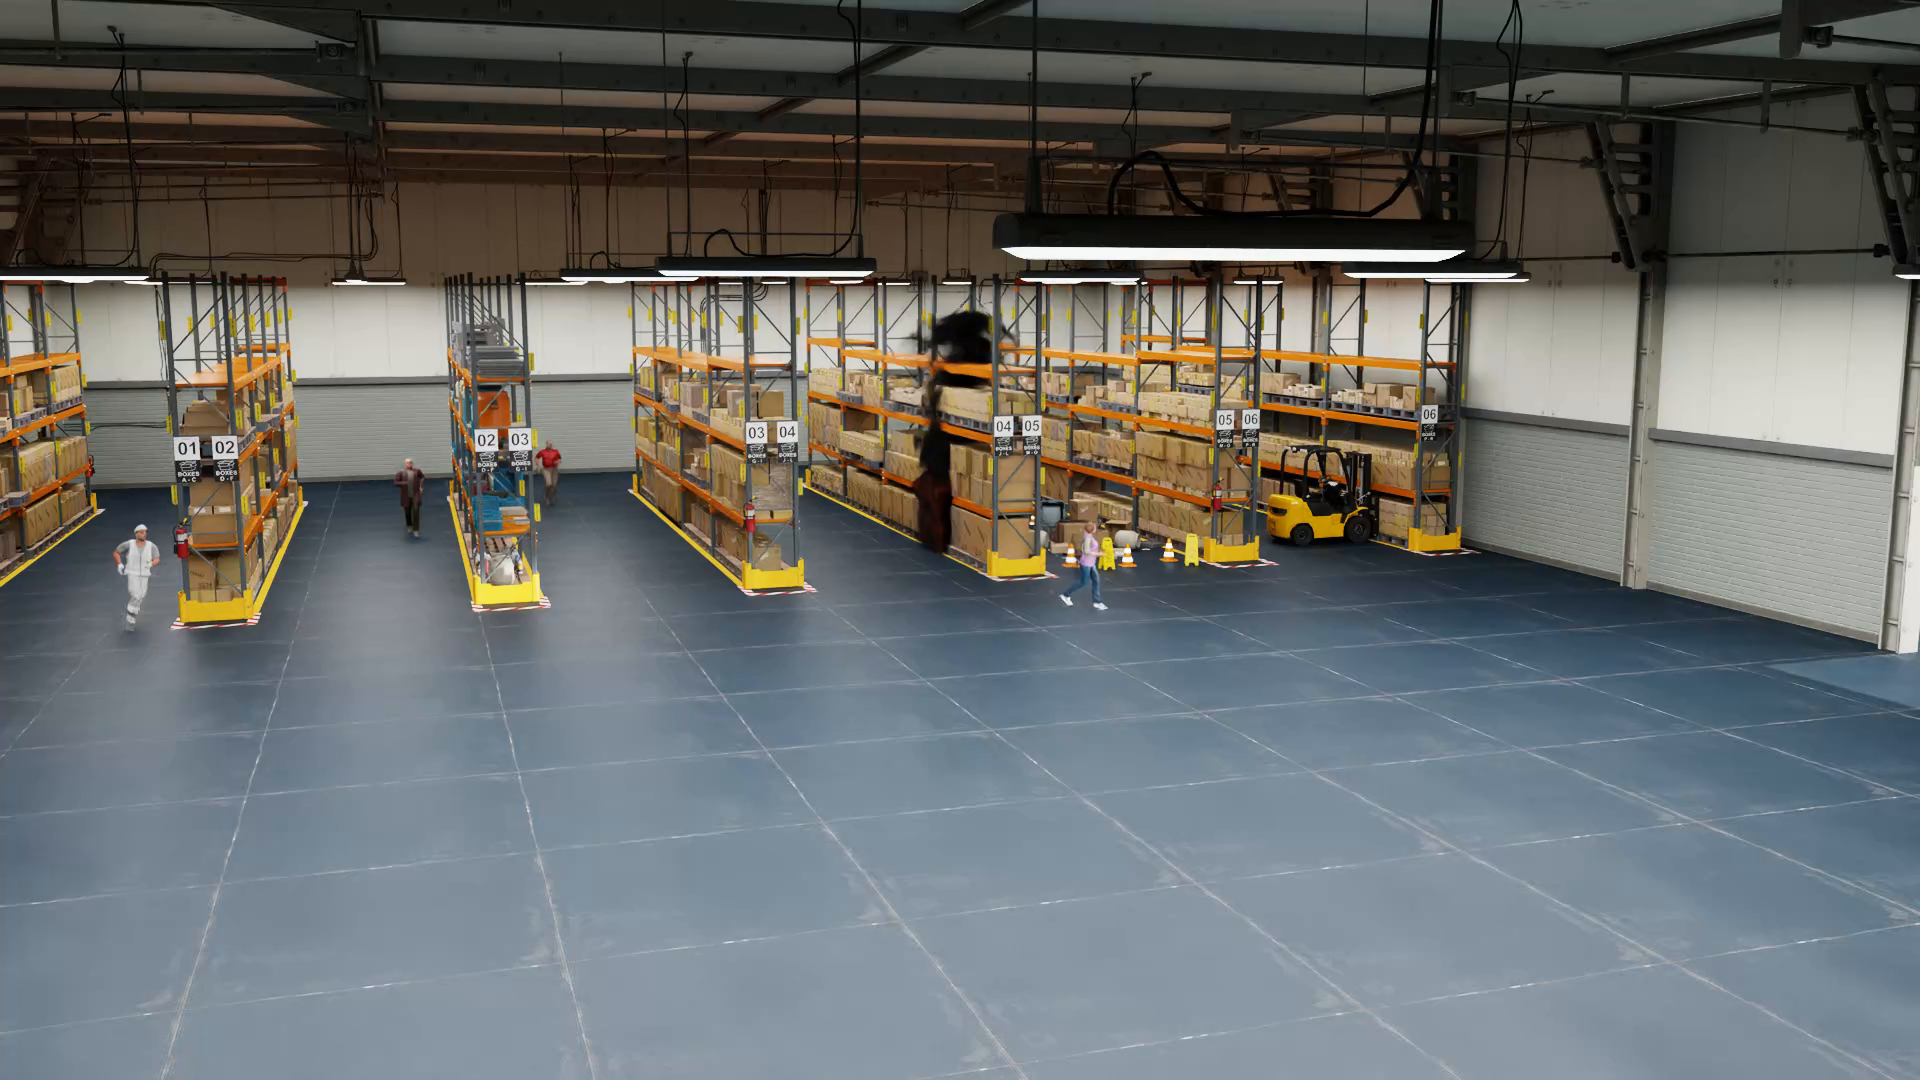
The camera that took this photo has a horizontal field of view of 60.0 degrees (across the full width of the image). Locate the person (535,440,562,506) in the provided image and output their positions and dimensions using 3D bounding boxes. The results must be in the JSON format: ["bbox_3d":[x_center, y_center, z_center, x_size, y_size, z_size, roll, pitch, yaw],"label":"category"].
[{"bbox_3d":[-10.887,-1.769,44.175,0.640,1.763,0.725,-5,10,-29],"label":"person"}]

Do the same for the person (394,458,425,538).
[{"bbox_3d":[-12.759,-1.001,38.604,0.698,1.798,0.970,-3,9,-20],"label":"person"}]

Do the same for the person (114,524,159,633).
[{"bbox_3d":[-13.868,0.629,28.109,0.696,1.791,0.654,8,12,44],"label":"person"}]

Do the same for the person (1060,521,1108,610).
[{"bbox_3d":[2.233,0.455,29.789,0.855,1.605,0.516,2,9,14],"label":"person"}]
